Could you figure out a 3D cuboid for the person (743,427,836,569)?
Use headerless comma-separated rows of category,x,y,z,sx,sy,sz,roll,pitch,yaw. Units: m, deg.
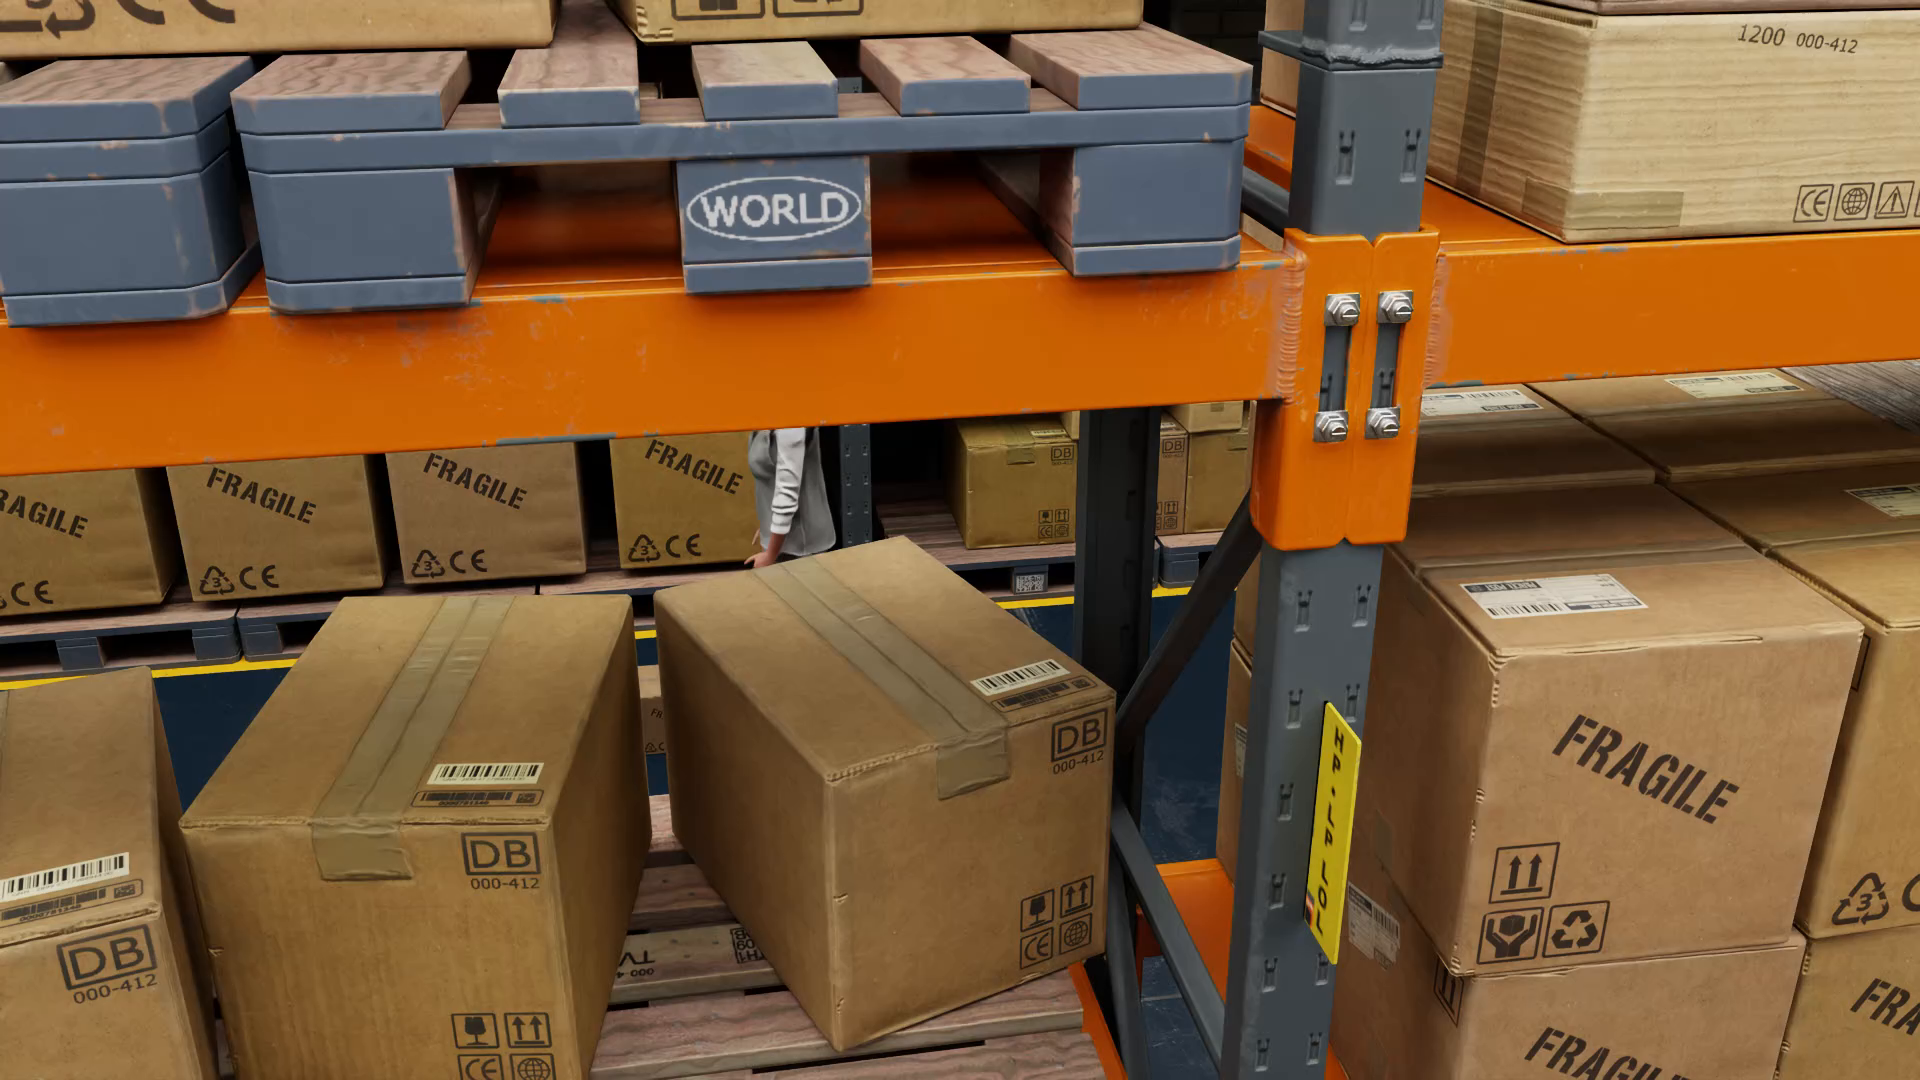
person,-0.632,0.022,6.124,0.353,1.556,0.420,-3,24,-8
